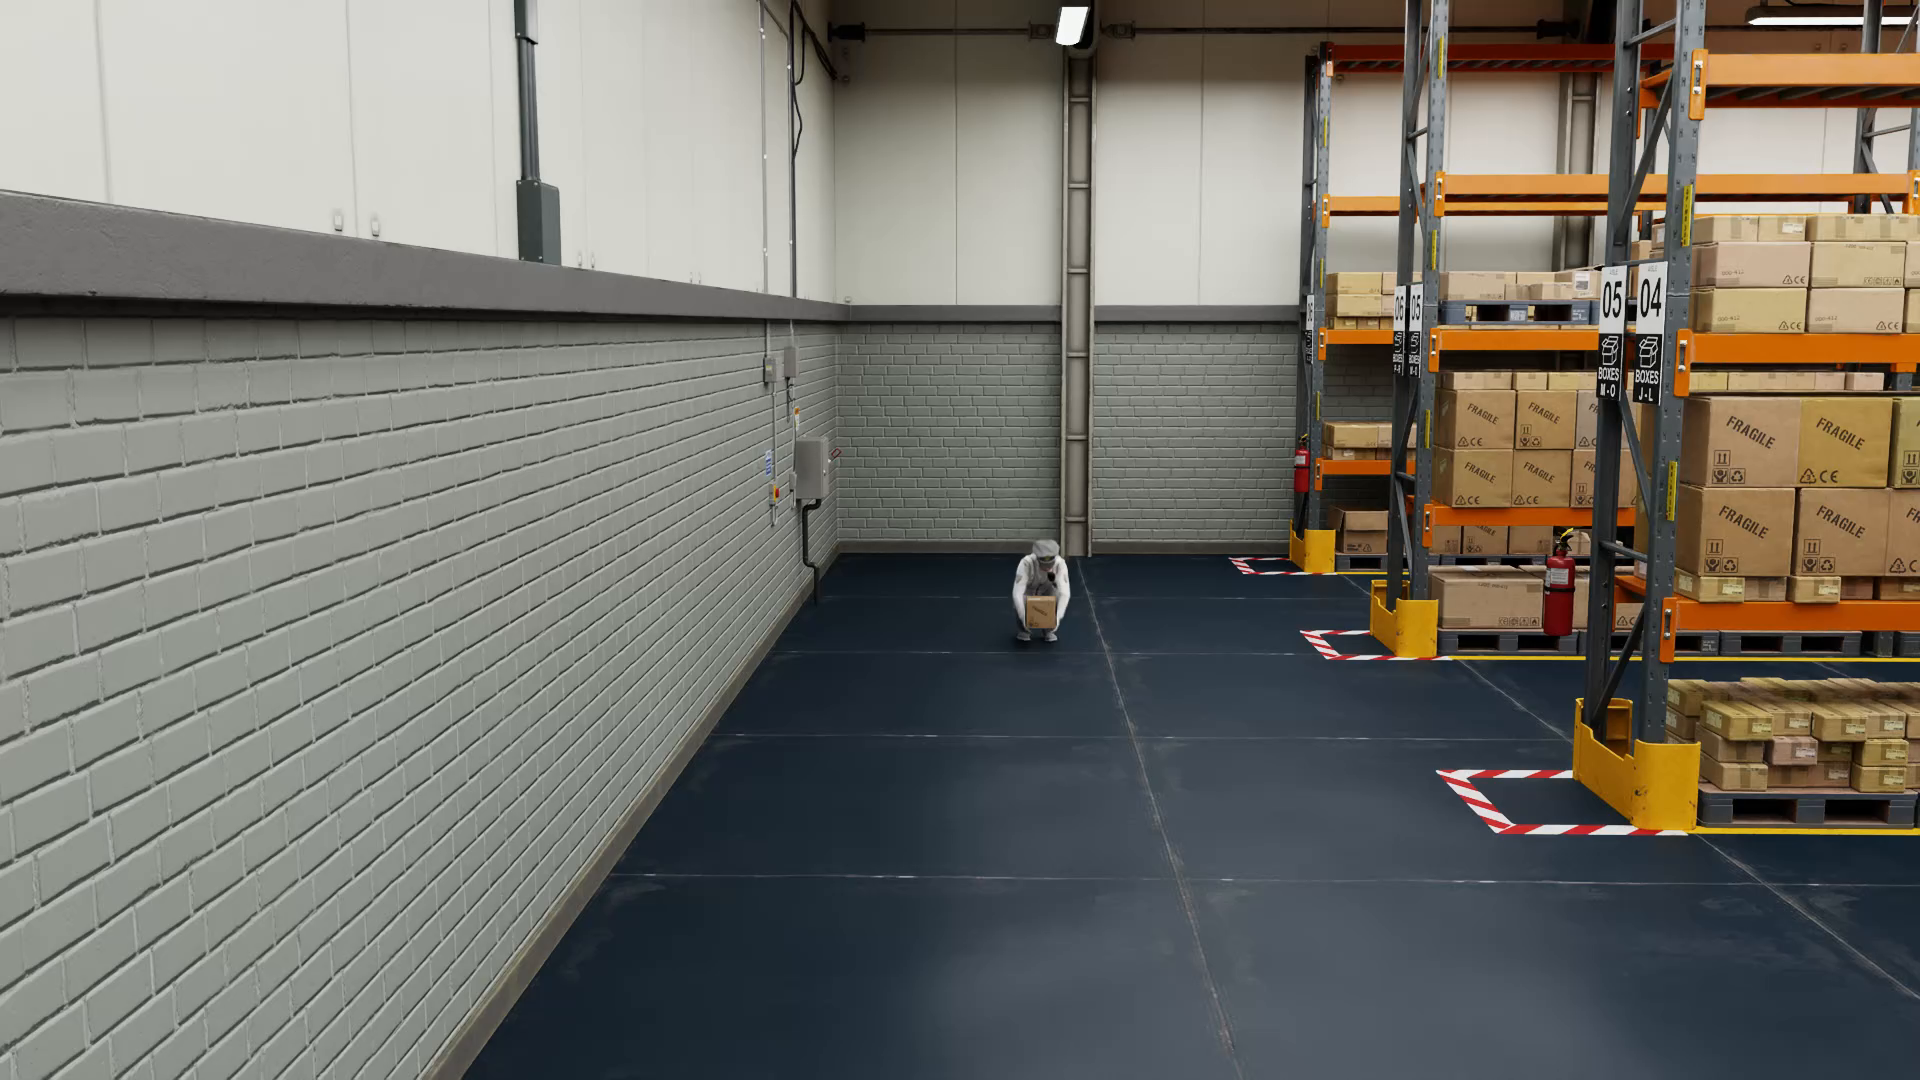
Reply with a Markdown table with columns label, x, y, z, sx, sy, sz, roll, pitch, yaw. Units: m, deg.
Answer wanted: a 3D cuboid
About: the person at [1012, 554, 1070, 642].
| label | x | y | z | sx | sy | sz | roll | pitch | yaw |
| --- | --- | --- | --- | --- | --- | --- | --- | --- | --- |
| person | 0.732 | 0.467 | 15.075 | 0.519 | 0.928 | 0.814 | 0 | 7 | 1 |
